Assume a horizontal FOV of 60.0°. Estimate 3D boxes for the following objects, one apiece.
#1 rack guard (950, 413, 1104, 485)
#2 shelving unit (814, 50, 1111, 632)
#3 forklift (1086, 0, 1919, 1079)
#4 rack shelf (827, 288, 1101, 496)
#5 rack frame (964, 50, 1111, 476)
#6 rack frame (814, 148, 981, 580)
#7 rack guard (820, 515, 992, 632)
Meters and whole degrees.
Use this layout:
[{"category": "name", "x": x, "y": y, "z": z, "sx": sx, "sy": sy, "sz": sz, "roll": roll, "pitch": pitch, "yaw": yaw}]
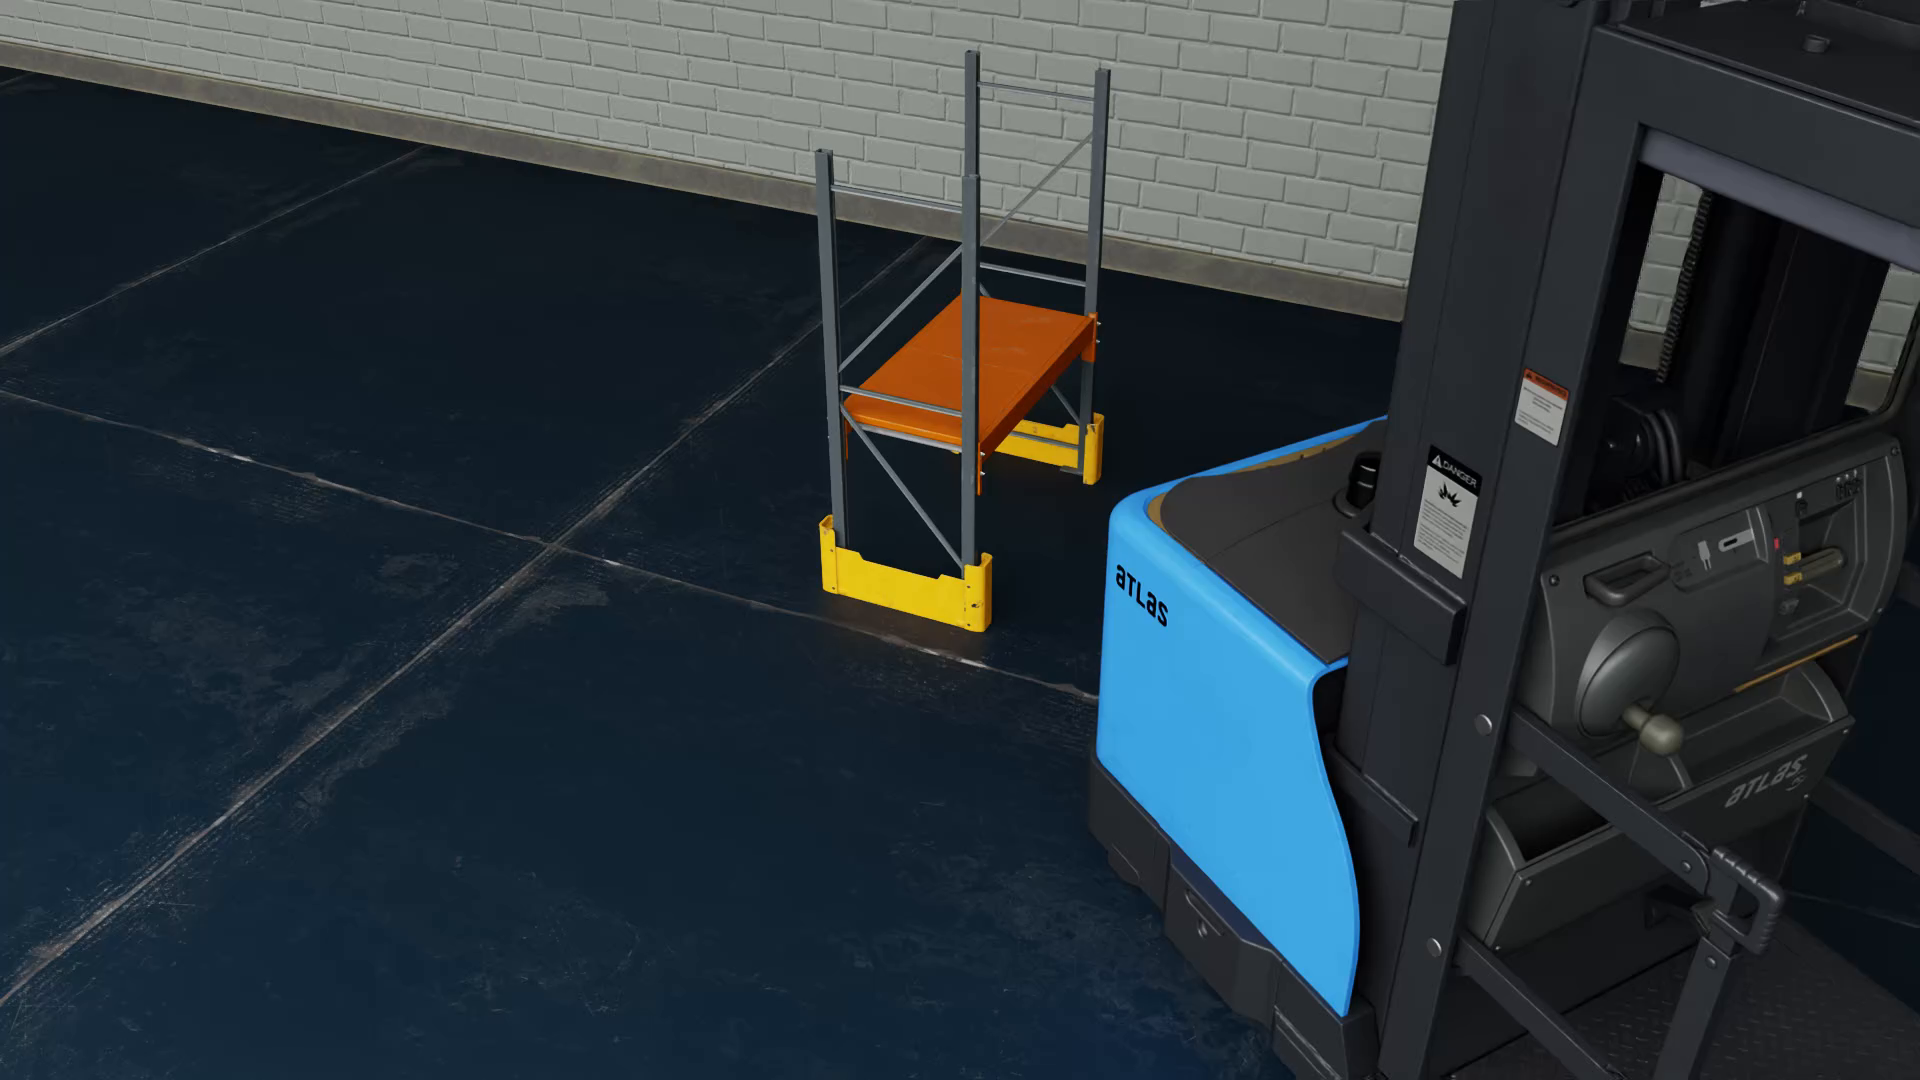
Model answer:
[{"category": "rack guard", "x": 0.240, "y": -0.391, "z": 6.118, "sx": 0.587, "sy": 0.250, "sz": 0.087, "roll": 14, "pitch": 36, "yaw": 20}, {"category": "shelving unit", "x": 0.032, "y": -0.665, "z": 5.397, "sx": 0.587, "sy": 1.500, "sz": 1.083, "roll": 14, "pitch": 36, "yaw": 20}, {"category": "forklift", "x": 1.495, "y": 0.151, "z": 2.846, "sx": 1.130, "sy": 2.935, "sz": 3.031, "roll": -17, "pitch": 37, "yaw": -24}, {"category": "rack shelf", "x": 0.036, "y": -0.519, "z": 5.502, "sx": 0.538, "sy": 0.185, "sz": 1.000, "roll": 14, "pitch": 36, "yaw": 20}, {"category": "rack frame", "x": 0.248, "y": -0.923, "z": 5.790, "sx": 0.500, "sy": 1.500, "sz": 0.032, "roll": 14, "pitch": 36, "yaw": 20}, {"category": "rack frame", "x": -0.177, "y": -0.417, "z": 5.017, "sx": 0.500, "sy": 1.500, "sz": 0.032, "roll": 14, "pitch": 36, "yaw": 20}, {"category": "rack guard", "x": -0.176, "y": 0.106, "z": 5.361, "sx": 0.587, "sy": 0.250, "sz": 0.087, "roll": 14, "pitch": 36, "yaw": 20}]
